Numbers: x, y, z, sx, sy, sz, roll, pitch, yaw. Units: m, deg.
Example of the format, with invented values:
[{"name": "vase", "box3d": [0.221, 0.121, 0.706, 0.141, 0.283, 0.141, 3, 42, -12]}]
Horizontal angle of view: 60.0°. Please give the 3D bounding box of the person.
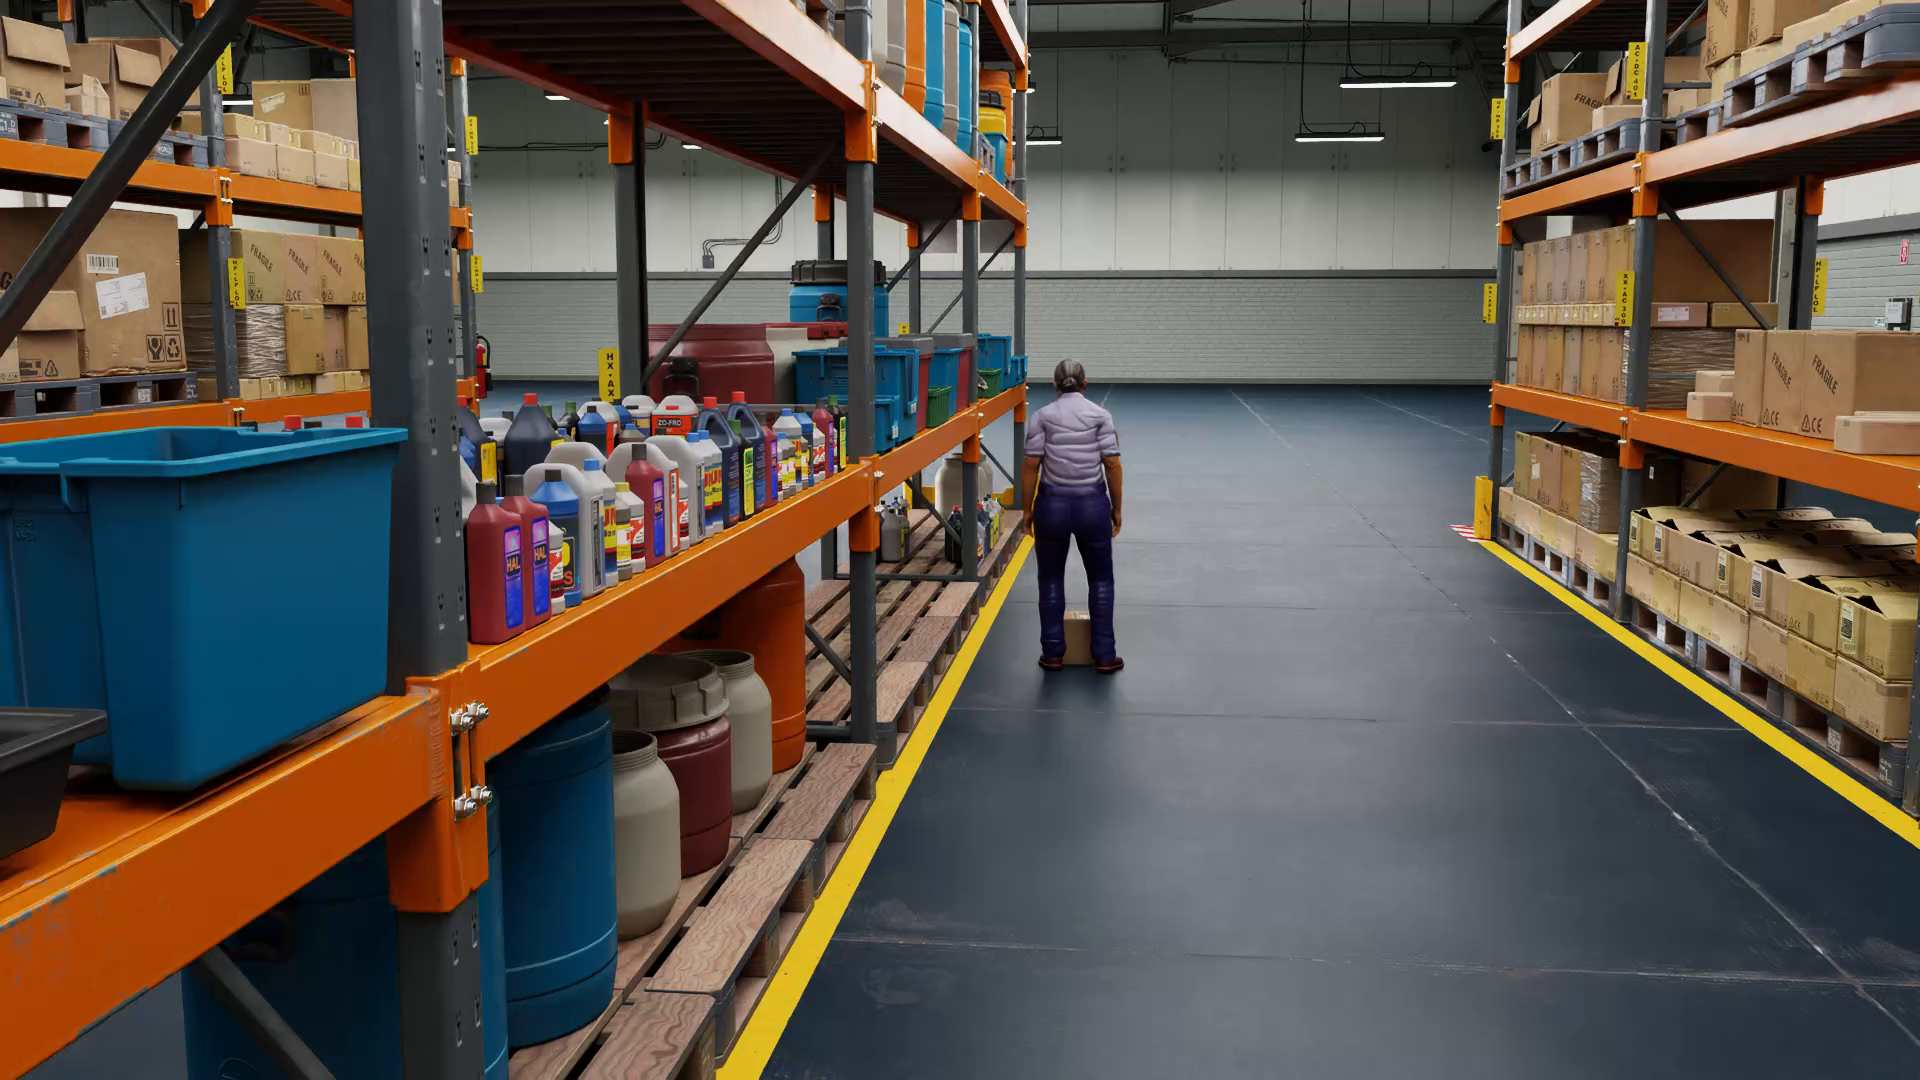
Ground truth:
[{"name": "person", "box3d": [0.603, -0.131, 8.798, 0.551, 1.651, 0.415, 1, 8, 5]}]
